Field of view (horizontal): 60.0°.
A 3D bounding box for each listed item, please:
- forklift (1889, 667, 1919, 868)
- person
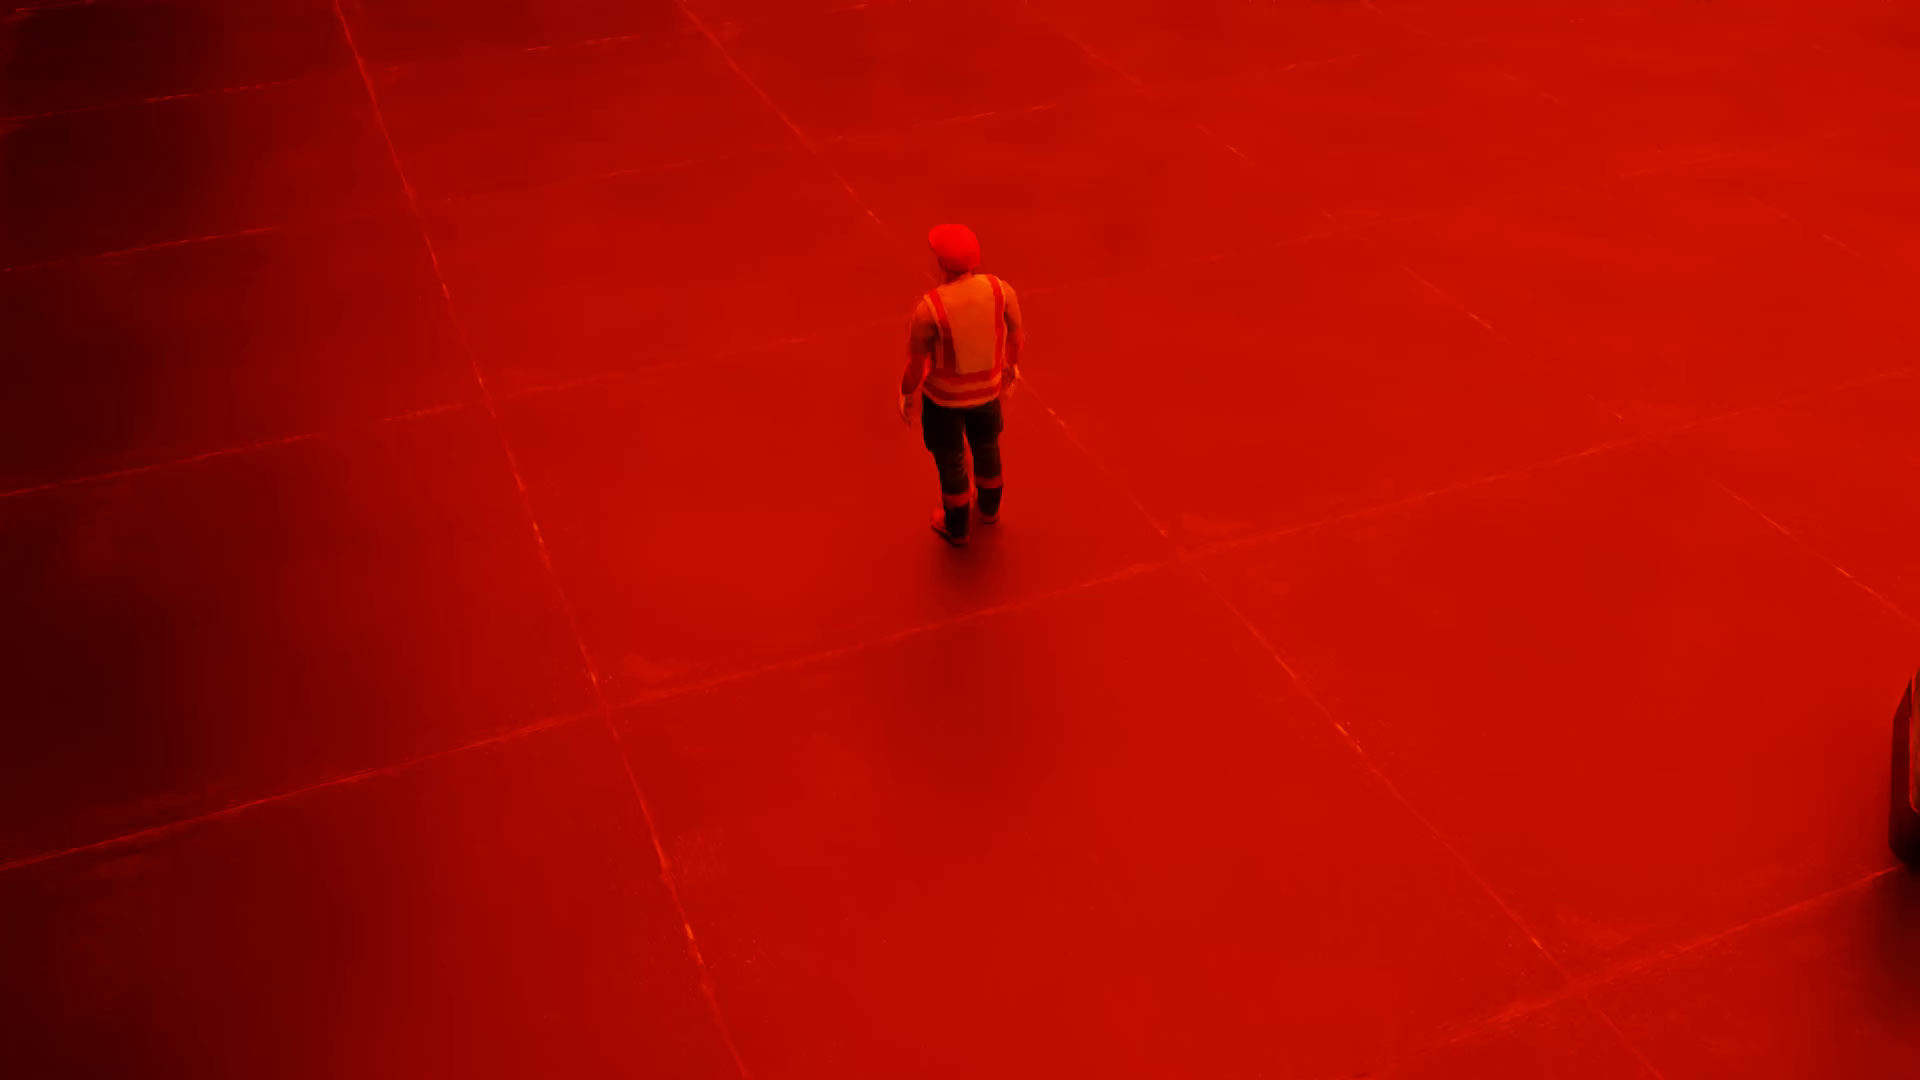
[{"bbox_3d":[5.332,0.257,5.737,3.031,2.935,1.130,16,38,21],"label":"forklift"},{"bbox_3d":[-0.021,-0.780,8.169,0.637,1.787,0.563,-14,38,-19],"label":"person"}]
